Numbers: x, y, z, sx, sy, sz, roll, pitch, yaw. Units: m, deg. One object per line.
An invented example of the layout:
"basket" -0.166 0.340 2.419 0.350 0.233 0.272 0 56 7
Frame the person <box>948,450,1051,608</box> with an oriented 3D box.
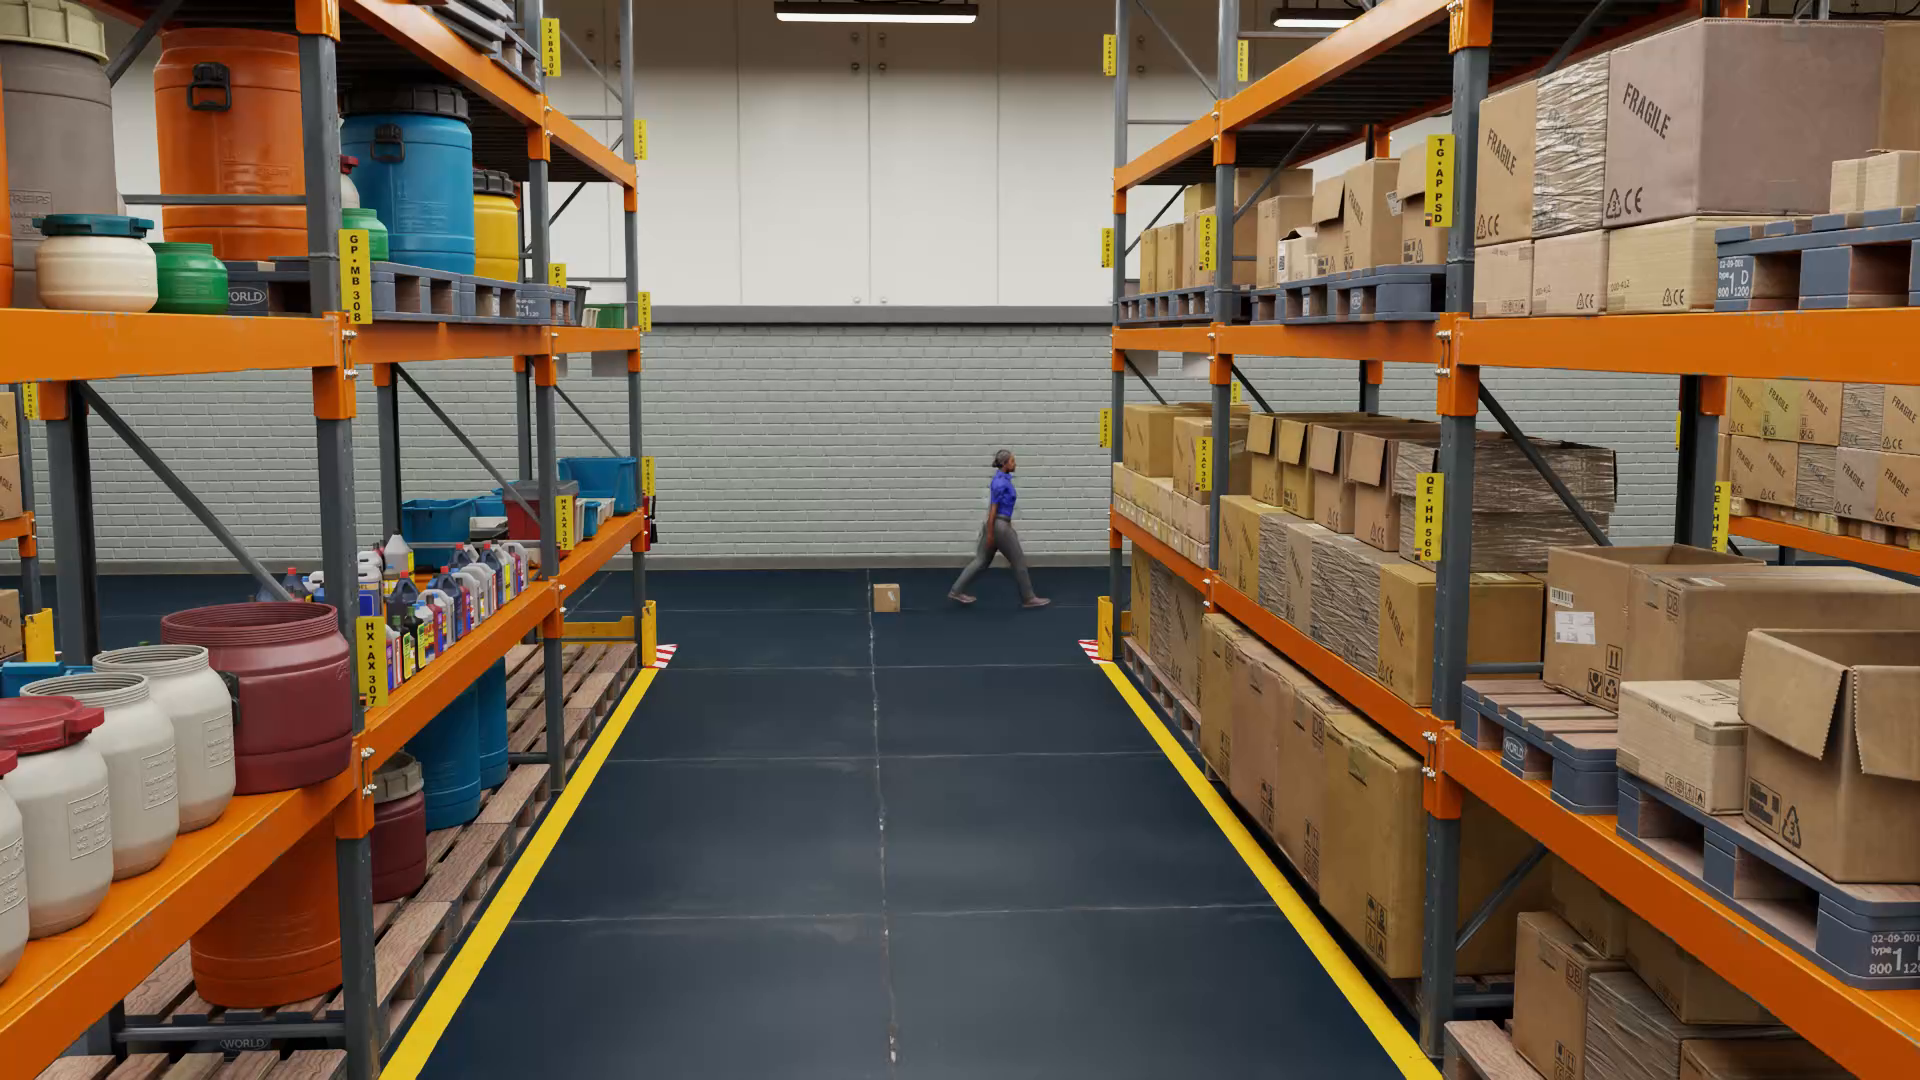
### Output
"person" 0.395 -0.116 16.783 1.039 1.598 0.455 -1 7 -4
